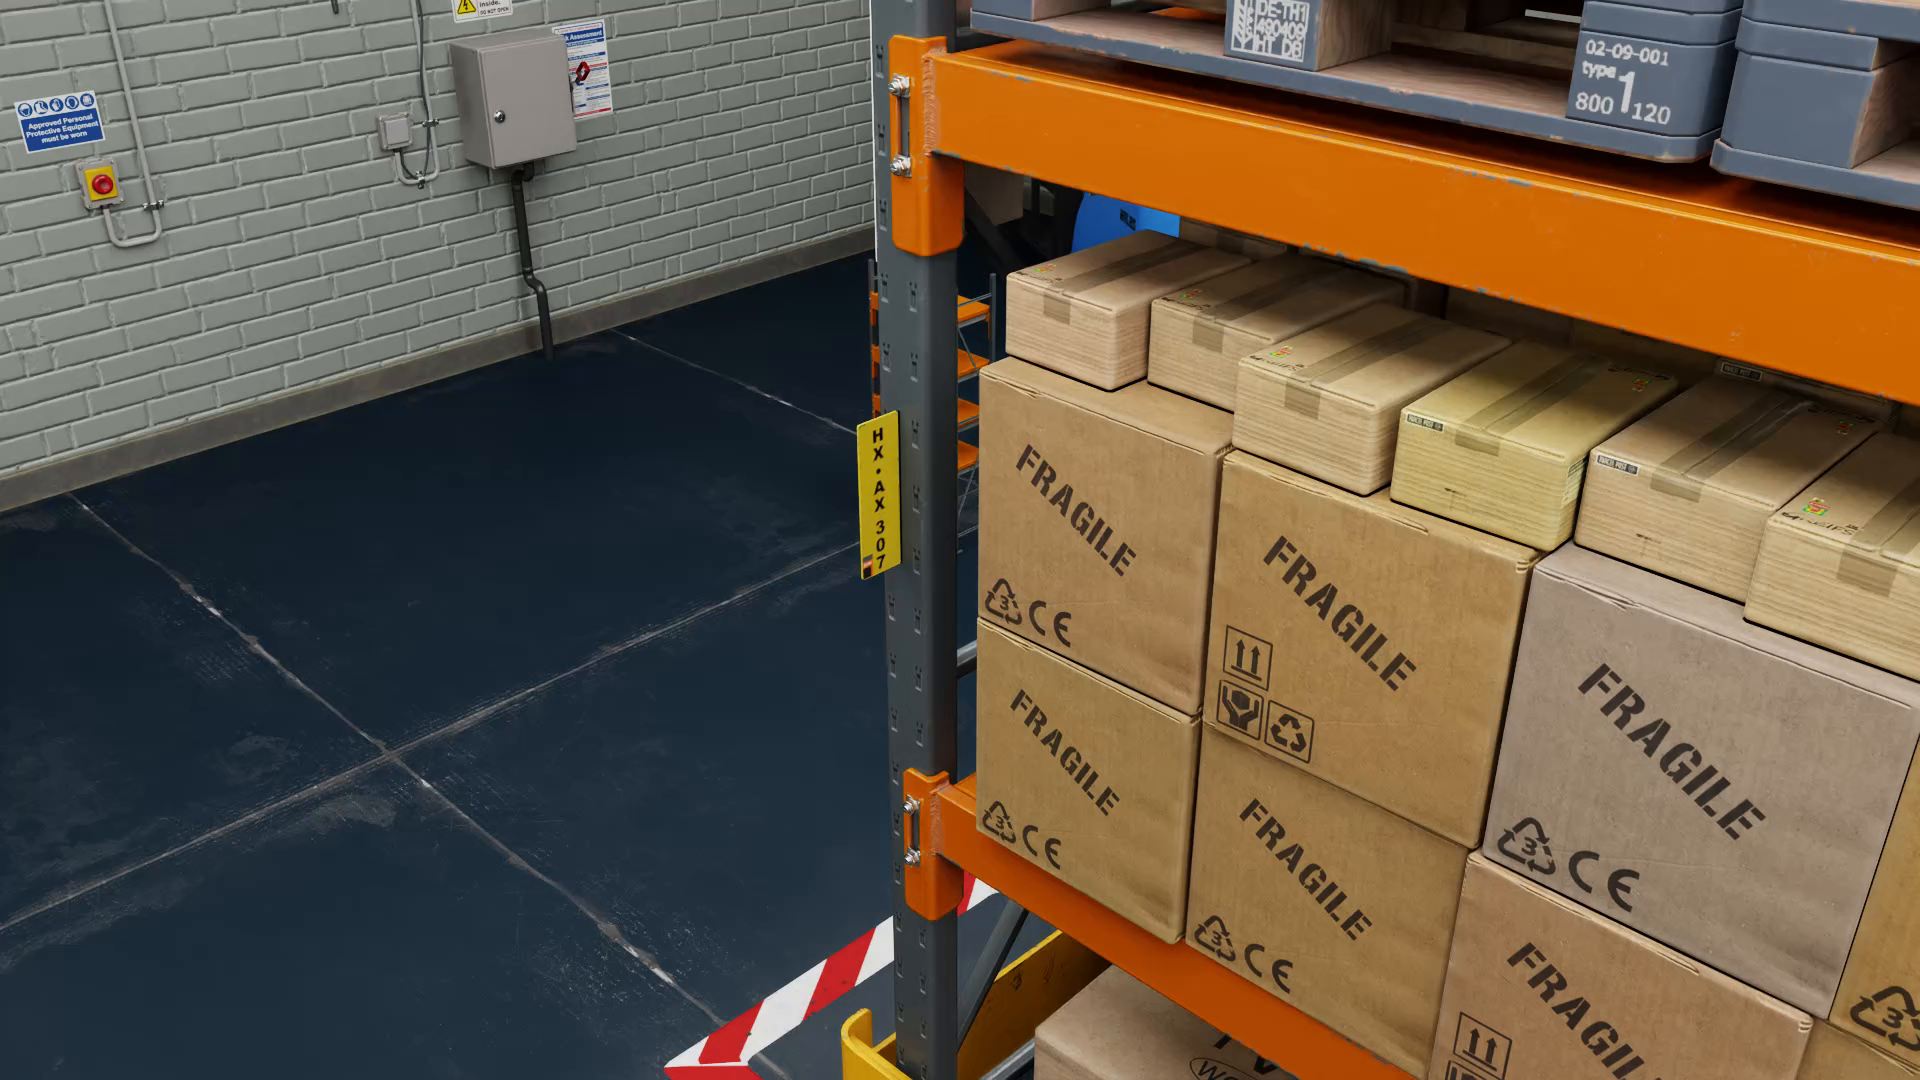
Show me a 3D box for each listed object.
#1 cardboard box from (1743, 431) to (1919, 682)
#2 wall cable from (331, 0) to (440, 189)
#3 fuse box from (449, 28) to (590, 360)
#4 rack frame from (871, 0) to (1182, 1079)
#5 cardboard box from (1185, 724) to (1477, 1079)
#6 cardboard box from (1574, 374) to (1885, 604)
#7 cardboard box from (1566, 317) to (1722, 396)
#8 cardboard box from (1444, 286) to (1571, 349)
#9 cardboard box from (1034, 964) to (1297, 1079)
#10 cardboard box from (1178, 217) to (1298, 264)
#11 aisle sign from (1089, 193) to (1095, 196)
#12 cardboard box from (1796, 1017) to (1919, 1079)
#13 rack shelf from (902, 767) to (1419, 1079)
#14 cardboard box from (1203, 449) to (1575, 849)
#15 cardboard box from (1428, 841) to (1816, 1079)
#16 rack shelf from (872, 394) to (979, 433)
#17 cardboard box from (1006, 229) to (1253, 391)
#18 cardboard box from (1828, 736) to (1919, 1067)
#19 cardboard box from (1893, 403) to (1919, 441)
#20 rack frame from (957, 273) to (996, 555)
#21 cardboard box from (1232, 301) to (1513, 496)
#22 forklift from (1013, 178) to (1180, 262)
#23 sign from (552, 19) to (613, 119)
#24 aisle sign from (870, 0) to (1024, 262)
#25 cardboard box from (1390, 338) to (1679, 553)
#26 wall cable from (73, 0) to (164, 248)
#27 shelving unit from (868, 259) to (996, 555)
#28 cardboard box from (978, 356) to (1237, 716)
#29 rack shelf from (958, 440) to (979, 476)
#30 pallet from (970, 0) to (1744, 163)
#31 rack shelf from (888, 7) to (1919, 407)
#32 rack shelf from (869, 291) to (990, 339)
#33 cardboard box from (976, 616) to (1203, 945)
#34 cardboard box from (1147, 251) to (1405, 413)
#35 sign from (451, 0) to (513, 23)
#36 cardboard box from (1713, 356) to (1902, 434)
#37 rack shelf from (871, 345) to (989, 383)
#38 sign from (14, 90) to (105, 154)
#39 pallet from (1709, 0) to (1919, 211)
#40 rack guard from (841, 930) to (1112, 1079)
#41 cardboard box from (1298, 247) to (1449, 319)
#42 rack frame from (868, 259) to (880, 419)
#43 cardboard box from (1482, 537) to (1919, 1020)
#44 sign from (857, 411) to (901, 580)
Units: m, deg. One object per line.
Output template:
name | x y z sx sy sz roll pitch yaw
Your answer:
cardboard box | 1.214 0.015 2.119 0.380 0.149 0.250 -25 37 -39
wall cable | -2.811 -2.603 7.886 0.122 1.984 0.588 25 36 38
fuse box | -2.221 -1.758 8.755 0.414 1.711 0.539 25 36 38
rack frame | 0.240 0.153 3.736 0.127 3.000 1.000 25 36 38
cardboard box | 0.761 0.517 2.937 0.500 0.500 0.500 24 36 38
cardboard box | 1.065 -0.080 2.301 0.380 0.149 0.250 -25 37 -39
cardboard box | 1.228 -0.343 2.801 0.380 0.149 0.250 -24 36 -38
cardboard box | 1.077 -0.439 2.983 0.250 0.149 0.380 24 36 38
cardboard box | 0.781 1.284 3.888 0.875 0.438 0.875 23 36 37
cardboard box | 0.636 -0.570 3.232 0.380 0.149 0.250 -25 36 -39
aisle sign | 0.406 -1.124 3.371 0.004 0.787 0.394 25 36 38
cardboard box | 1.480 0.847 2.310 0.500 0.500 0.500 -24 36 -38
rack shelf | 1.666 1.124 2.662 4.000 0.370 1.077 25 36 38
cardboard box | 0.756 0.084 2.686 0.500 0.500 0.500 23 36 37
cardboard box | 1.111 0.689 2.610 0.500 0.500 0.500 24 36 38
rack shelf | -0.118 -0.526 7.105 0.480 0.148 0.258 25 36 38
cardboard box | 0.299 -0.413 2.934 0.380 0.149 0.250 -24 36 -38
cardboard box | 1.485 0.412 2.062 0.500 0.500 0.500 25 37 39
cardboard box | 1.584 -0.172 2.475 0.380 0.149 0.250 -24 36 -38
rack frame | 0.056 -0.505 6.922 0.015 1.200 0.240 25 36 38
cardboard box | 0.641 -0.228 2.582 0.380 0.149 0.250 -24 36 -38
forklift | 0.992 -2.726 9.286 1.130 2.935 3.031 -7 29 -14
sign | -2.022 -2.518 8.917 0.001 0.494 0.329 25 36 38
aisle sign | -0.015 -0.925 2.992 0.004 0.787 0.394 25 36 38
cardboard box | 0.841 -0.148 2.430 0.250 0.149 0.380 23 36 37
wall cable | -3.797 -2.142 6.976 0.123 1.953 0.585 25 36 38
shelving unit | -0.118 -0.585 7.073 0.503 1.200 0.258 25 36 38
cardboard box | 0.382 -0.082 3.002 0.500 0.500 0.500 24 36 37
rack shelf | -0.118 -0.350 7.197 0.480 0.148 0.258 25 36 38
pallet | 0.776 -0.897 2.604 1.213 0.211 1.003 25 36 38
rack shelf | 1.666 -0.203 1.964 4.000 0.370 1.077 25 36 38
rack shelf | -0.118 -0.933 6.891 0.480 0.148 0.258 25 36 38
cardboard box | 0.381 0.361 3.233 0.500 0.500 0.500 24 36 38
cardboard box | 0.536 -0.351 2.816 0.380 0.149 0.250 -24 36 -38
sign | -2.407 -2.743 8.356 0.001 0.242 0.339 25 36 38
cardboard box | 1.365 -0.234 2.594 0.250 0.149 0.380 24 36 38
rack shelf | -0.118 -0.724 7.001 0.480 0.148 0.258 25 36 38
sign | -3.875 -1.802 7.164 0.001 0.218 0.327 25 36 38
pallet | 1.650 -0.498 1.847 1.213 0.211 1.003 25 36 38
rack guard | 0.223 1.252 4.332 0.348 0.500 1.175 25 36 38
cardboard box | 0.834 -0.495 3.090 0.380 0.149 0.250 -25 36 -38
rack frame | -0.292 -0.665 7.225 0.015 1.200 0.240 25 36 38
cardboard box | 1.128 0.249 2.371 0.500 0.500 0.500 24 36 38
sign | -0.154 -0.083 3.169 0.005 0.325 0.100 25 36 38
